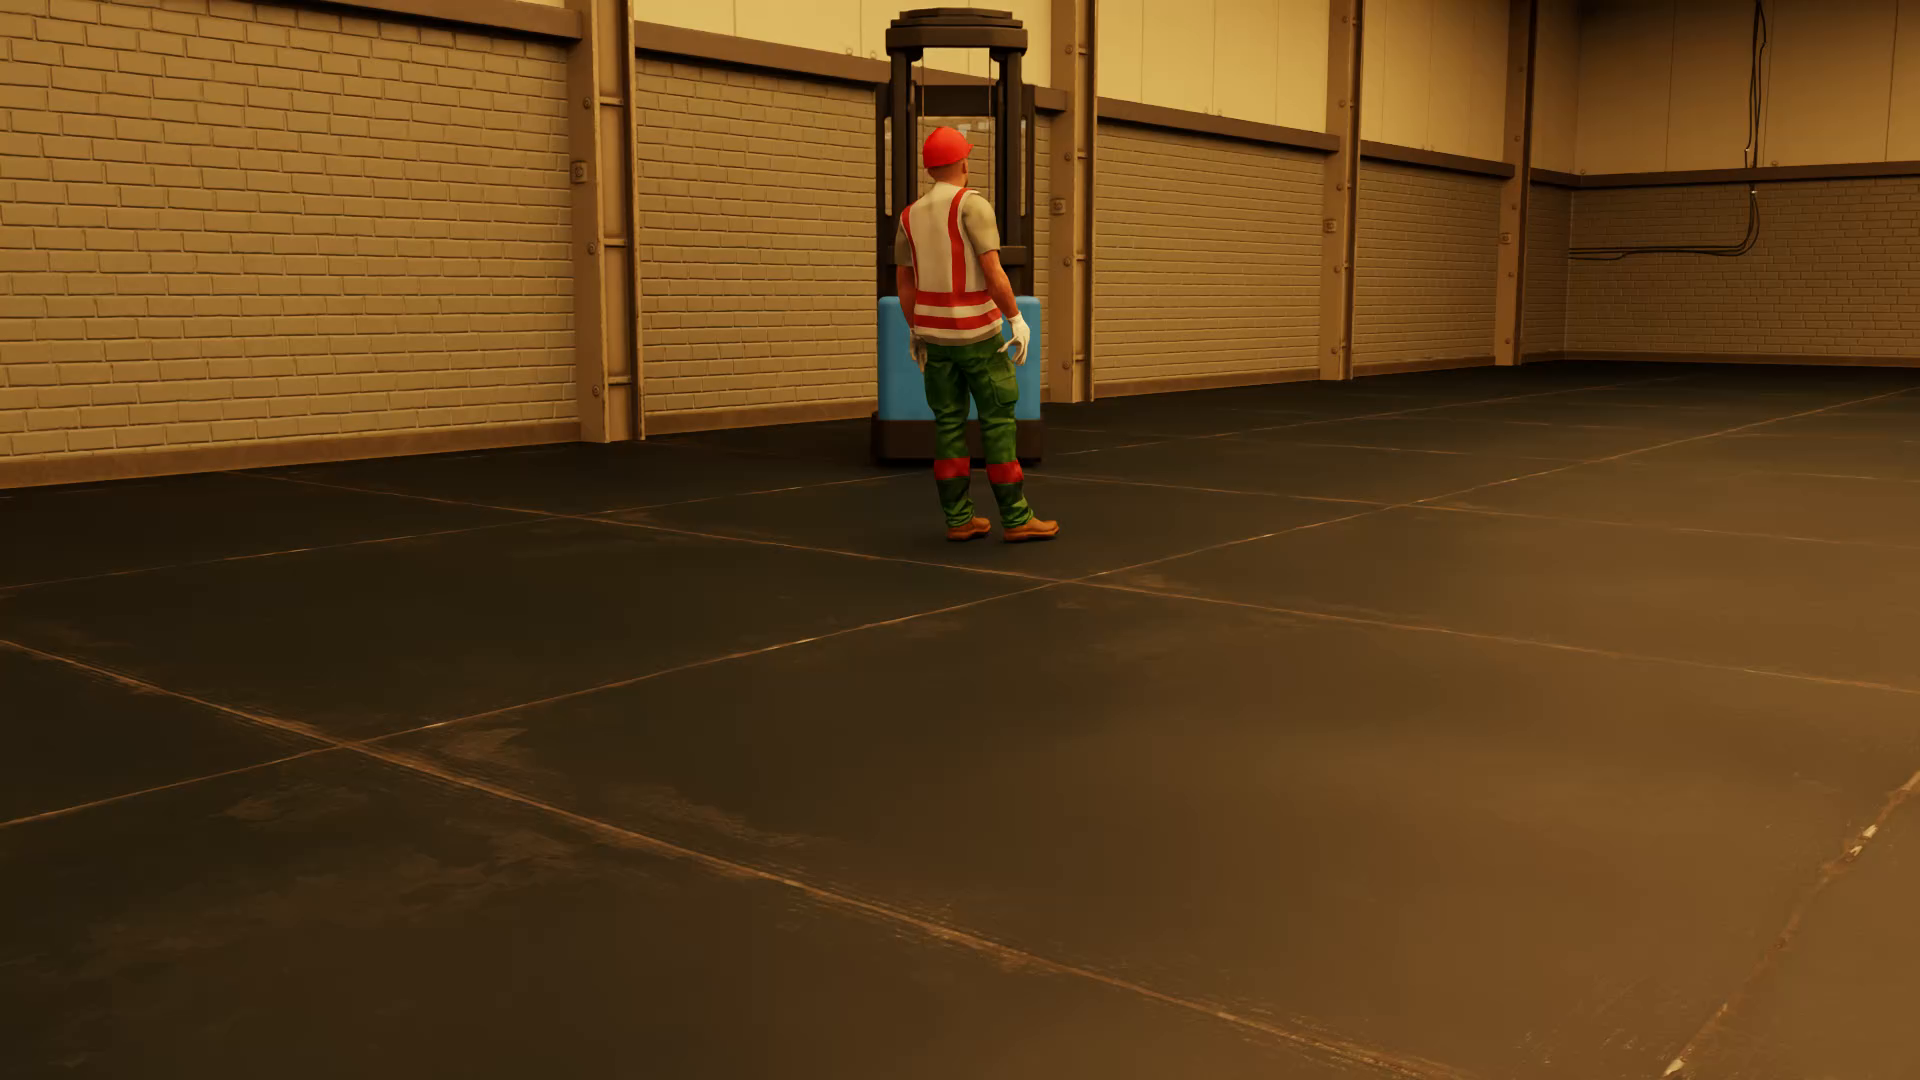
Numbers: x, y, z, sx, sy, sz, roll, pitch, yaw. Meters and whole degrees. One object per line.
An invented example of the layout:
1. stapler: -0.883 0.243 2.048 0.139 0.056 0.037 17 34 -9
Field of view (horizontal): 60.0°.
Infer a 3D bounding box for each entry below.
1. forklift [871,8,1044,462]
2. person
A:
1. forklift: -0.040 -2.108 11.685 1.130 2.935 3.031 0 8 -1
2. person: 0.060 -0.900 7.328 0.637 1.787 0.564 7 11 38
